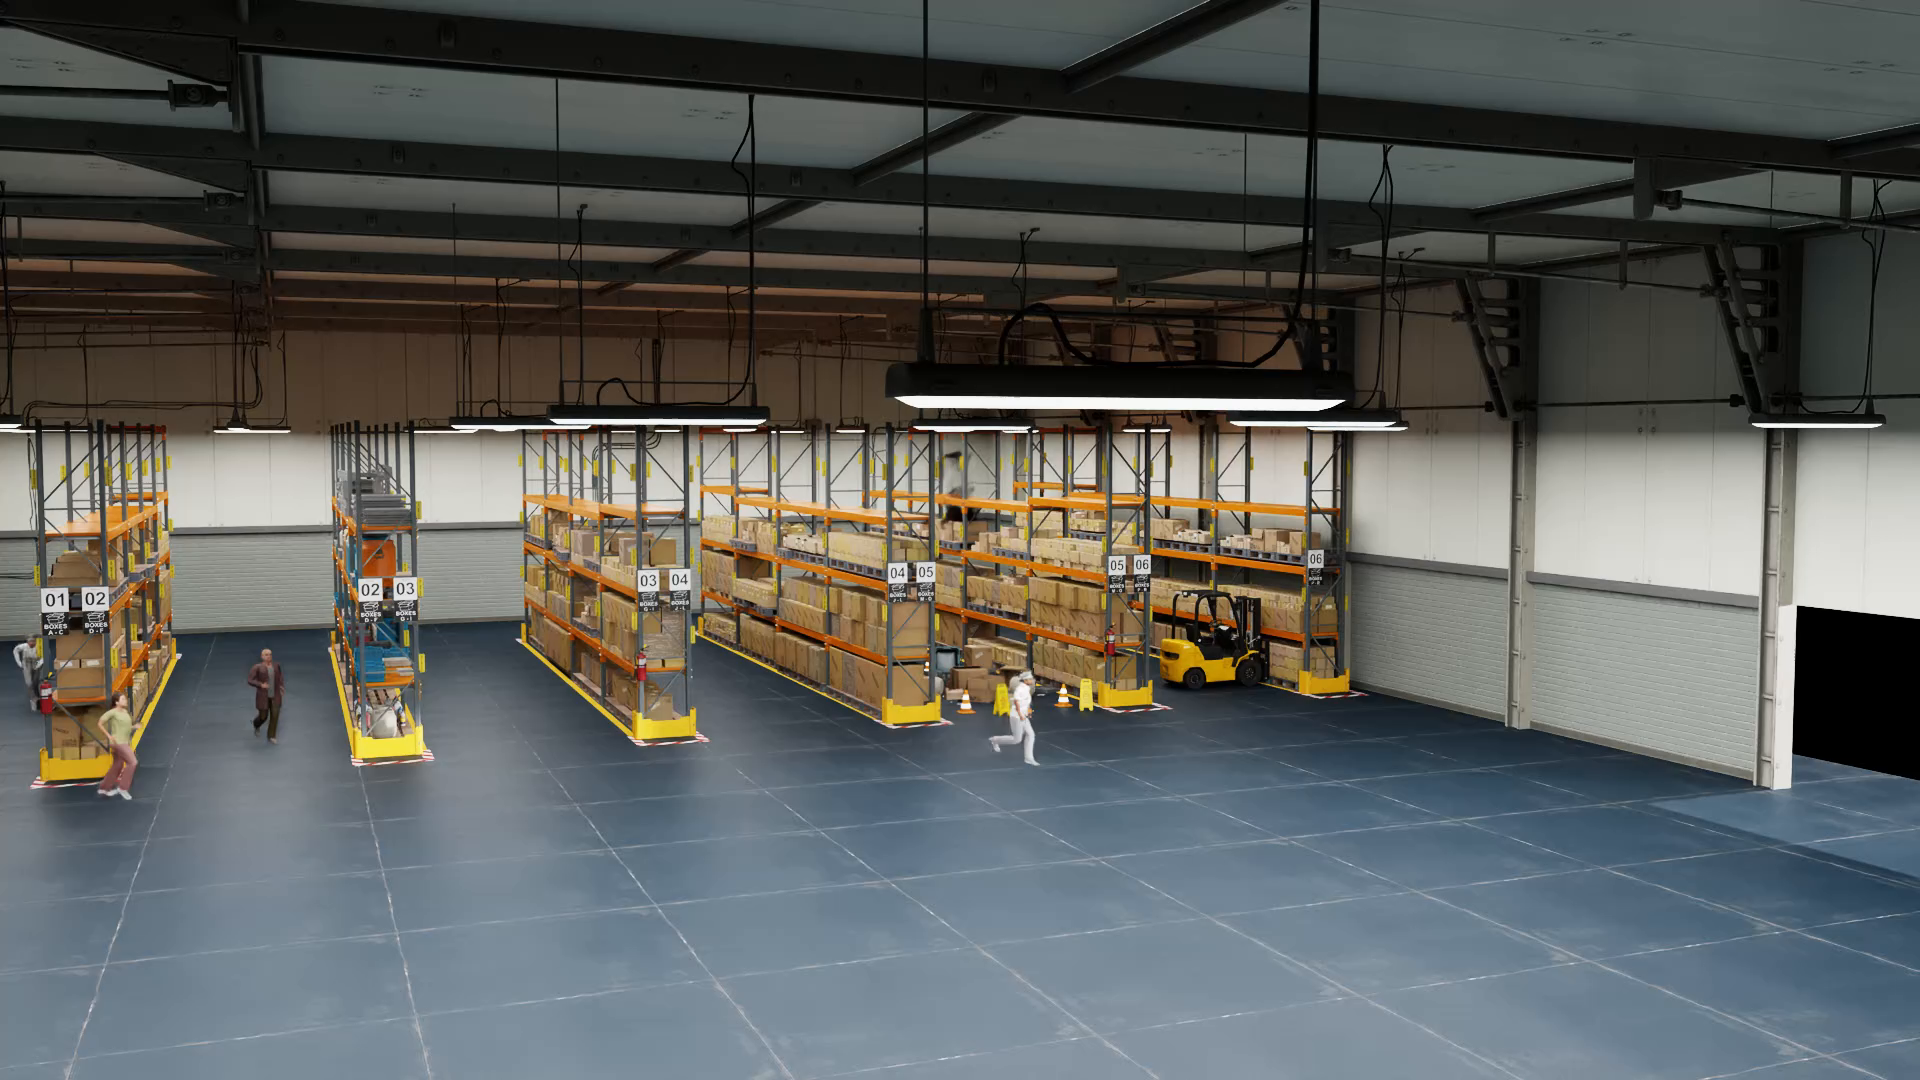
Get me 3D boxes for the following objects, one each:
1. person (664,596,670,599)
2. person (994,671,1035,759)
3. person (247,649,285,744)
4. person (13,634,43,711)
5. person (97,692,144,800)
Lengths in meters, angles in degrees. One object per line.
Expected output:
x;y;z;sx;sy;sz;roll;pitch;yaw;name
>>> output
-8.360;2.000;47.460;0.567;1.525;0.482;-1;4;-14;person
0.949;3.053;29.051;0.708;1.567;0.579;1;4;13;person
-12.951;2.904;31.063;0.712;1.743;0.835;-4;5;-44;person
-19.557;2.761;35.049;0.656;1.627;0.980;-2;4;-26;person
-13.270;3.254;26.250;0.705;1.708;0.556;0;4;-5;person
